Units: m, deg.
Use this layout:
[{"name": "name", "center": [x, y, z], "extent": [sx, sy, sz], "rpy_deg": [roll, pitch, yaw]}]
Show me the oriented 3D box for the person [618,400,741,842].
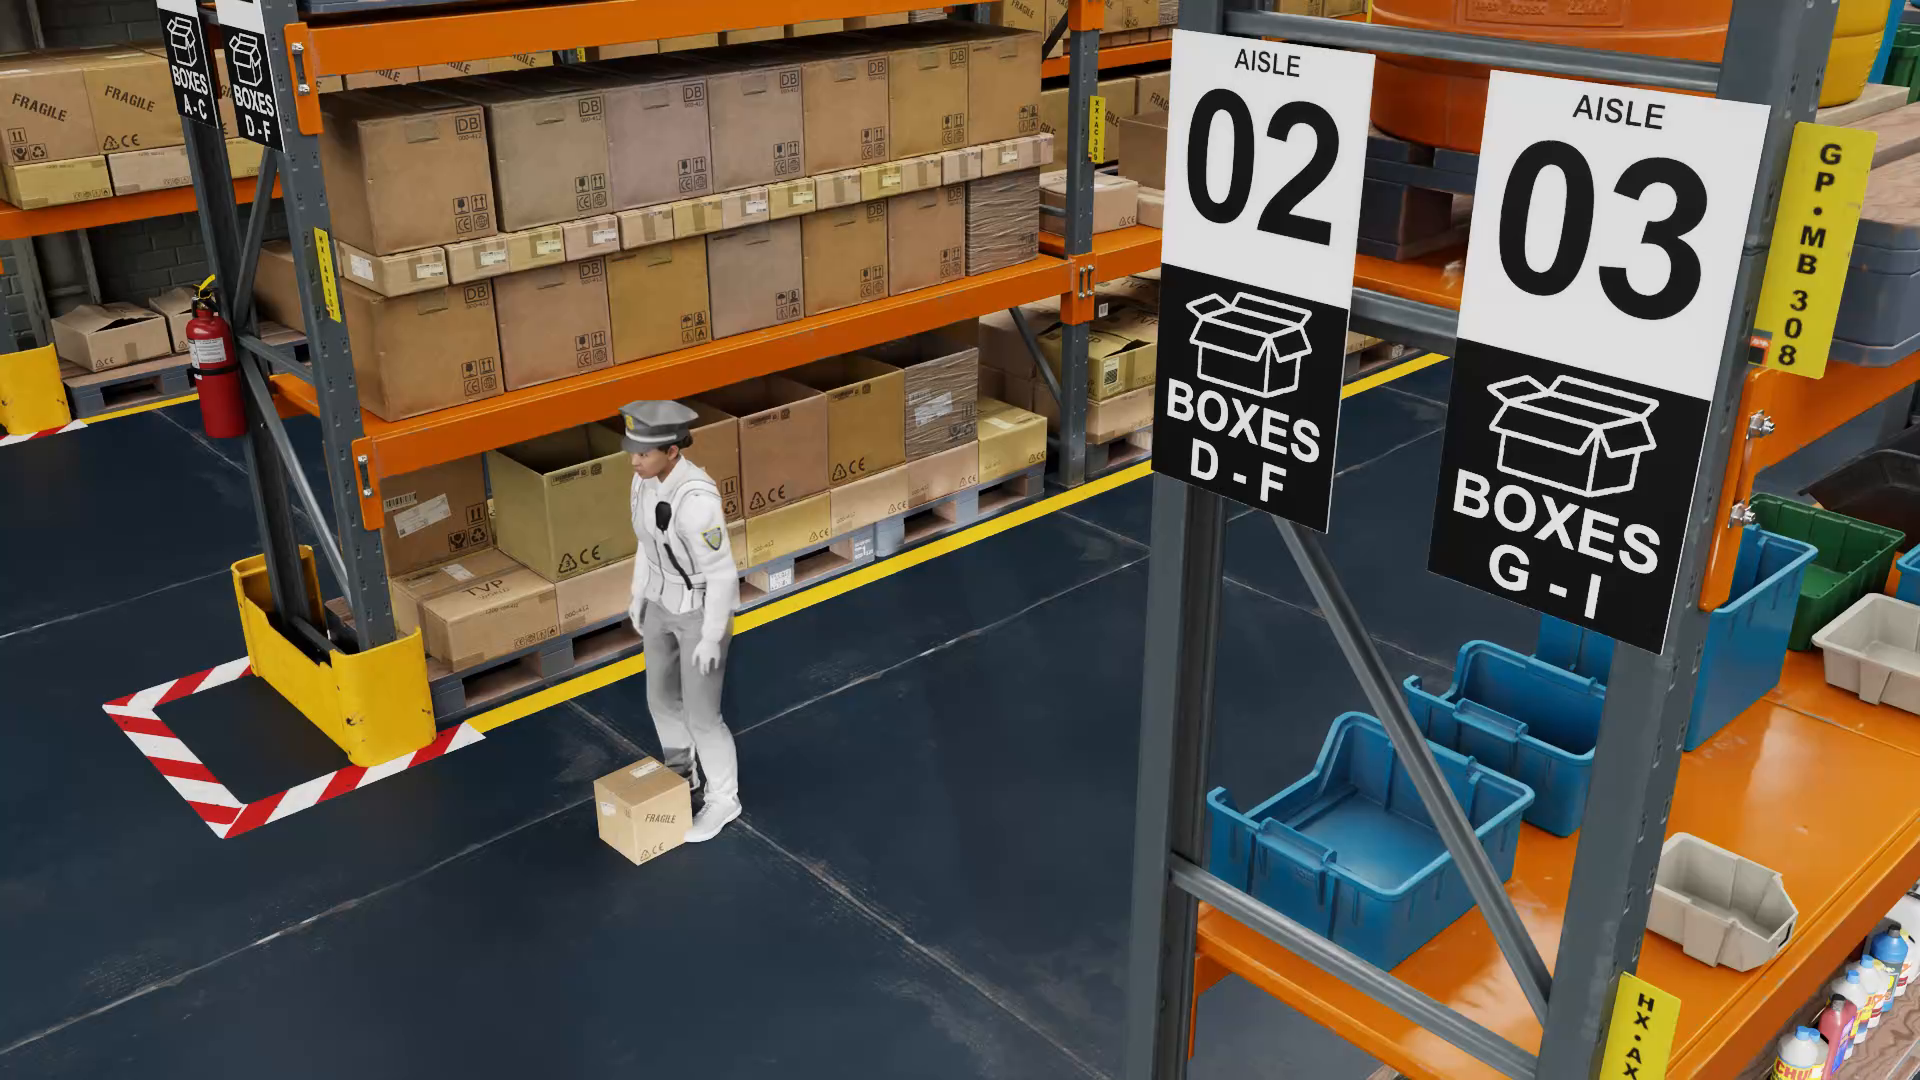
[{"name": "person", "center": [-0.997, 0.279, 5.986], "extent": [0.371, 1.664, 0.529], "rpy_deg": [-21, 32, -38]}]
